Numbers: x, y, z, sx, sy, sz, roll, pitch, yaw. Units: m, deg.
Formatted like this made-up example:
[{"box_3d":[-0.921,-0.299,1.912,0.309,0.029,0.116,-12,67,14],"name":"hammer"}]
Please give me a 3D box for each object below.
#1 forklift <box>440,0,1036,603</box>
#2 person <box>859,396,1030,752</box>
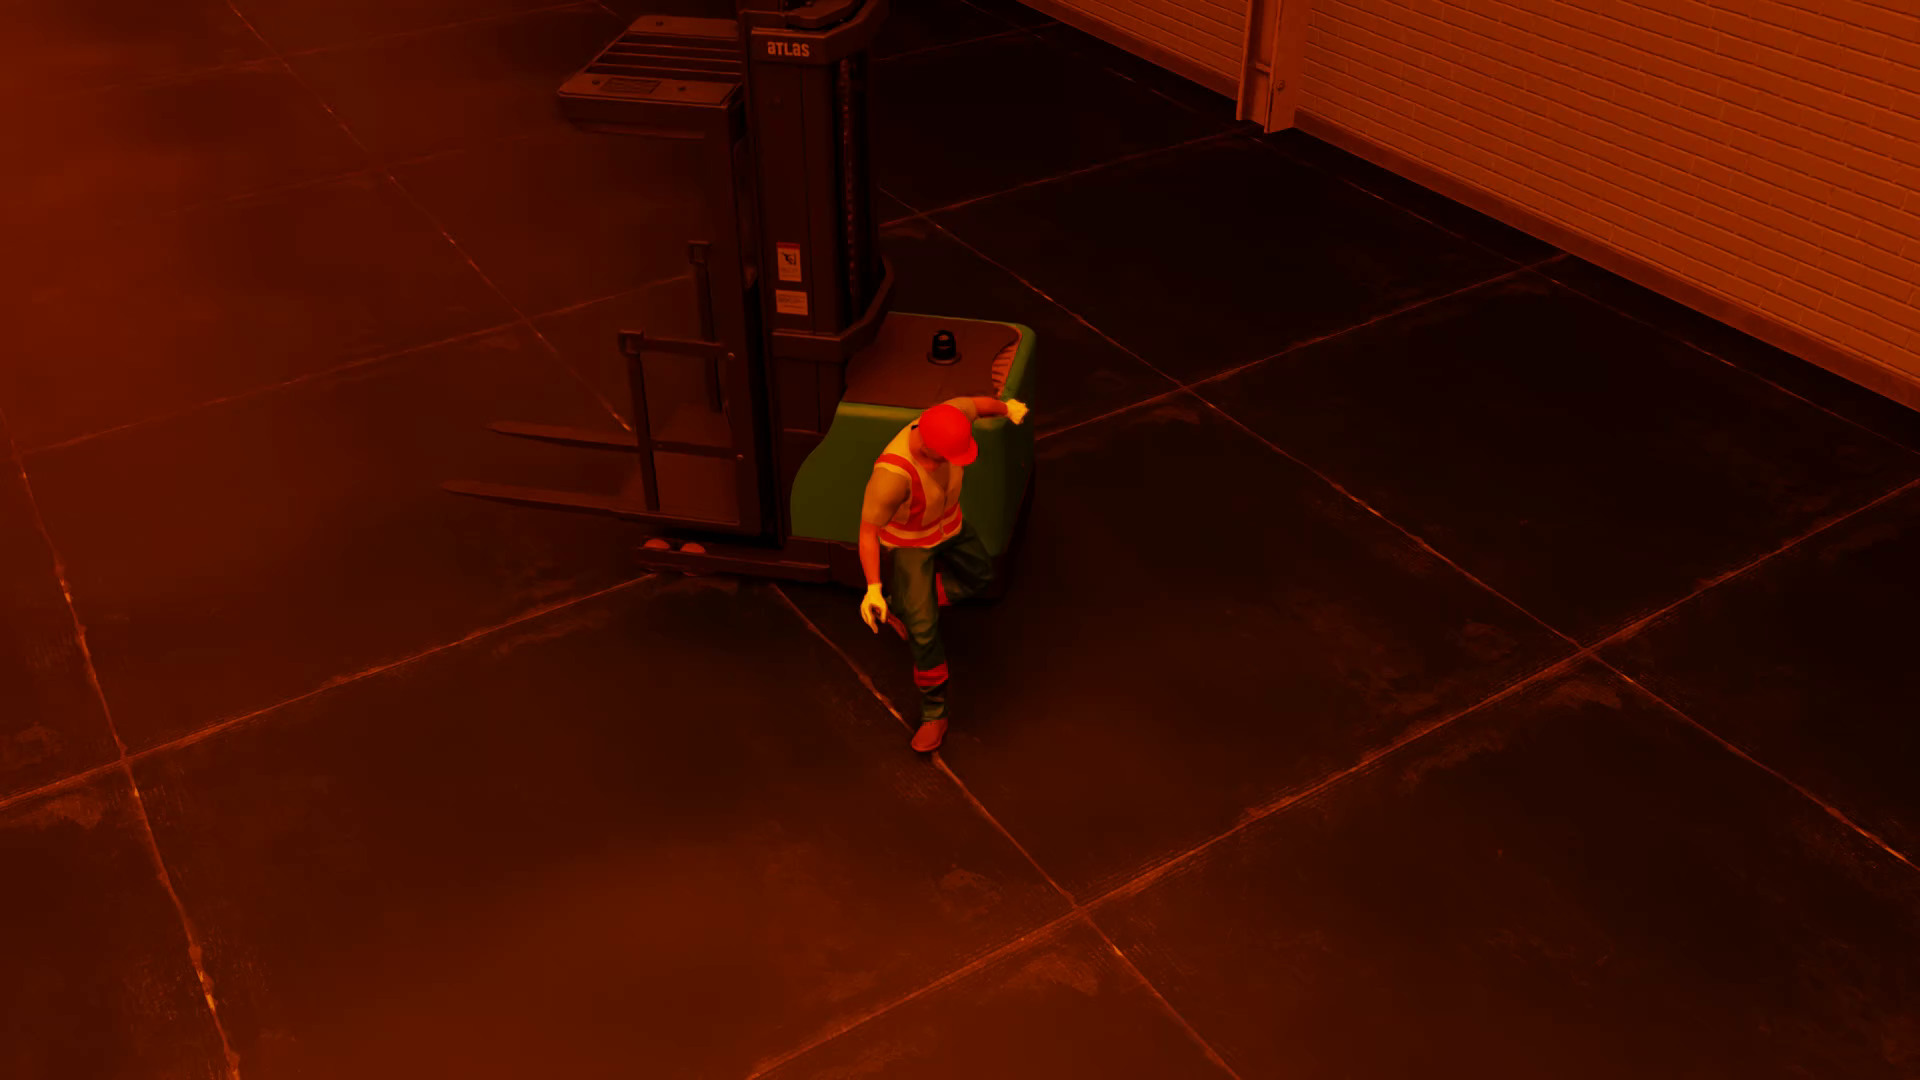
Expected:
[{"box_3d":[-1.172,-1.306,8.006,3.031,2.935,1.130,7,36,9],"name":"forklift"},{"box_3d":[-0.026,-0.036,7.392,0.766,1.580,1.234,30,45,35],"name":"person"}]
